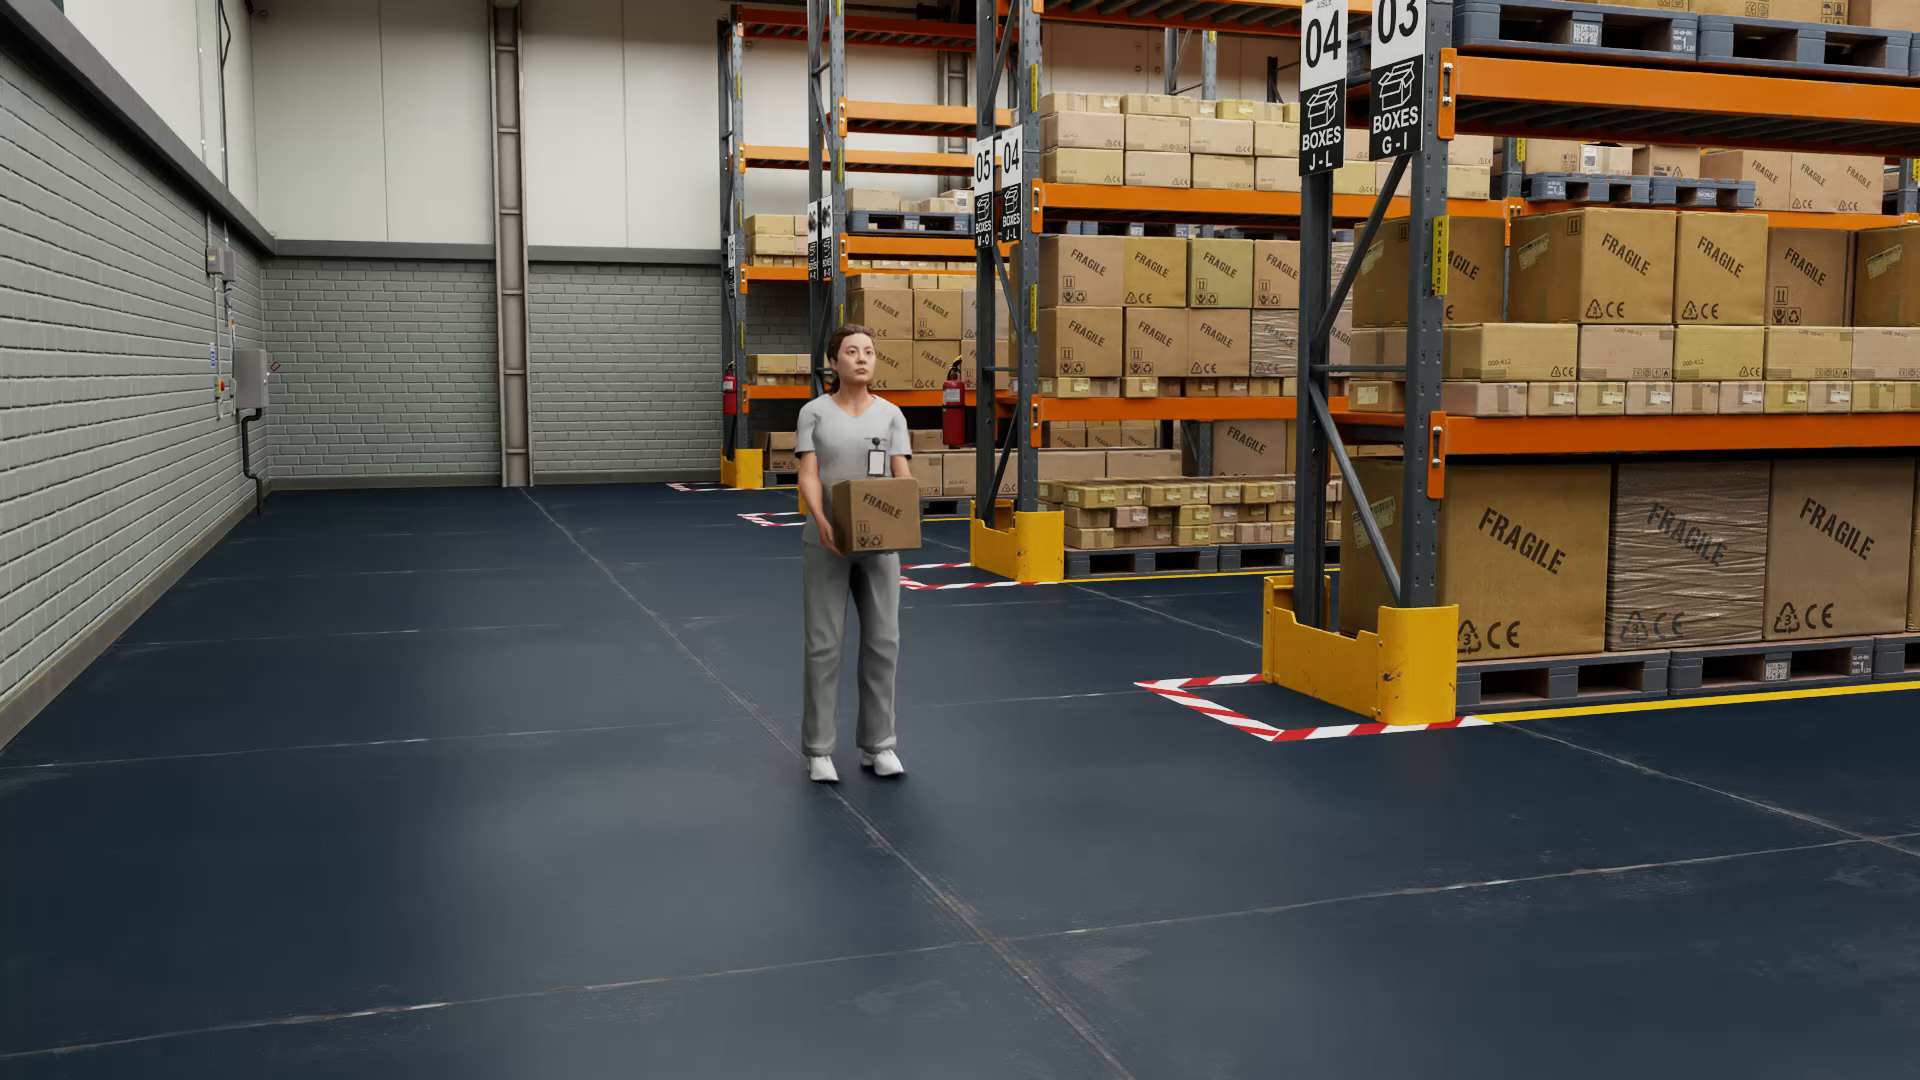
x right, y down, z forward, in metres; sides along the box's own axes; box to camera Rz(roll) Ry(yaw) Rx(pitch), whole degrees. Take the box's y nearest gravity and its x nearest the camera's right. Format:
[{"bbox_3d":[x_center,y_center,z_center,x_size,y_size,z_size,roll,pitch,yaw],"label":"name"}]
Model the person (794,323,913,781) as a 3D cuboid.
[{"bbox_3d":[-0.377,0.042,6.120,0.445,1.673,0.544,-1,6,-13],"label":"person"}]
